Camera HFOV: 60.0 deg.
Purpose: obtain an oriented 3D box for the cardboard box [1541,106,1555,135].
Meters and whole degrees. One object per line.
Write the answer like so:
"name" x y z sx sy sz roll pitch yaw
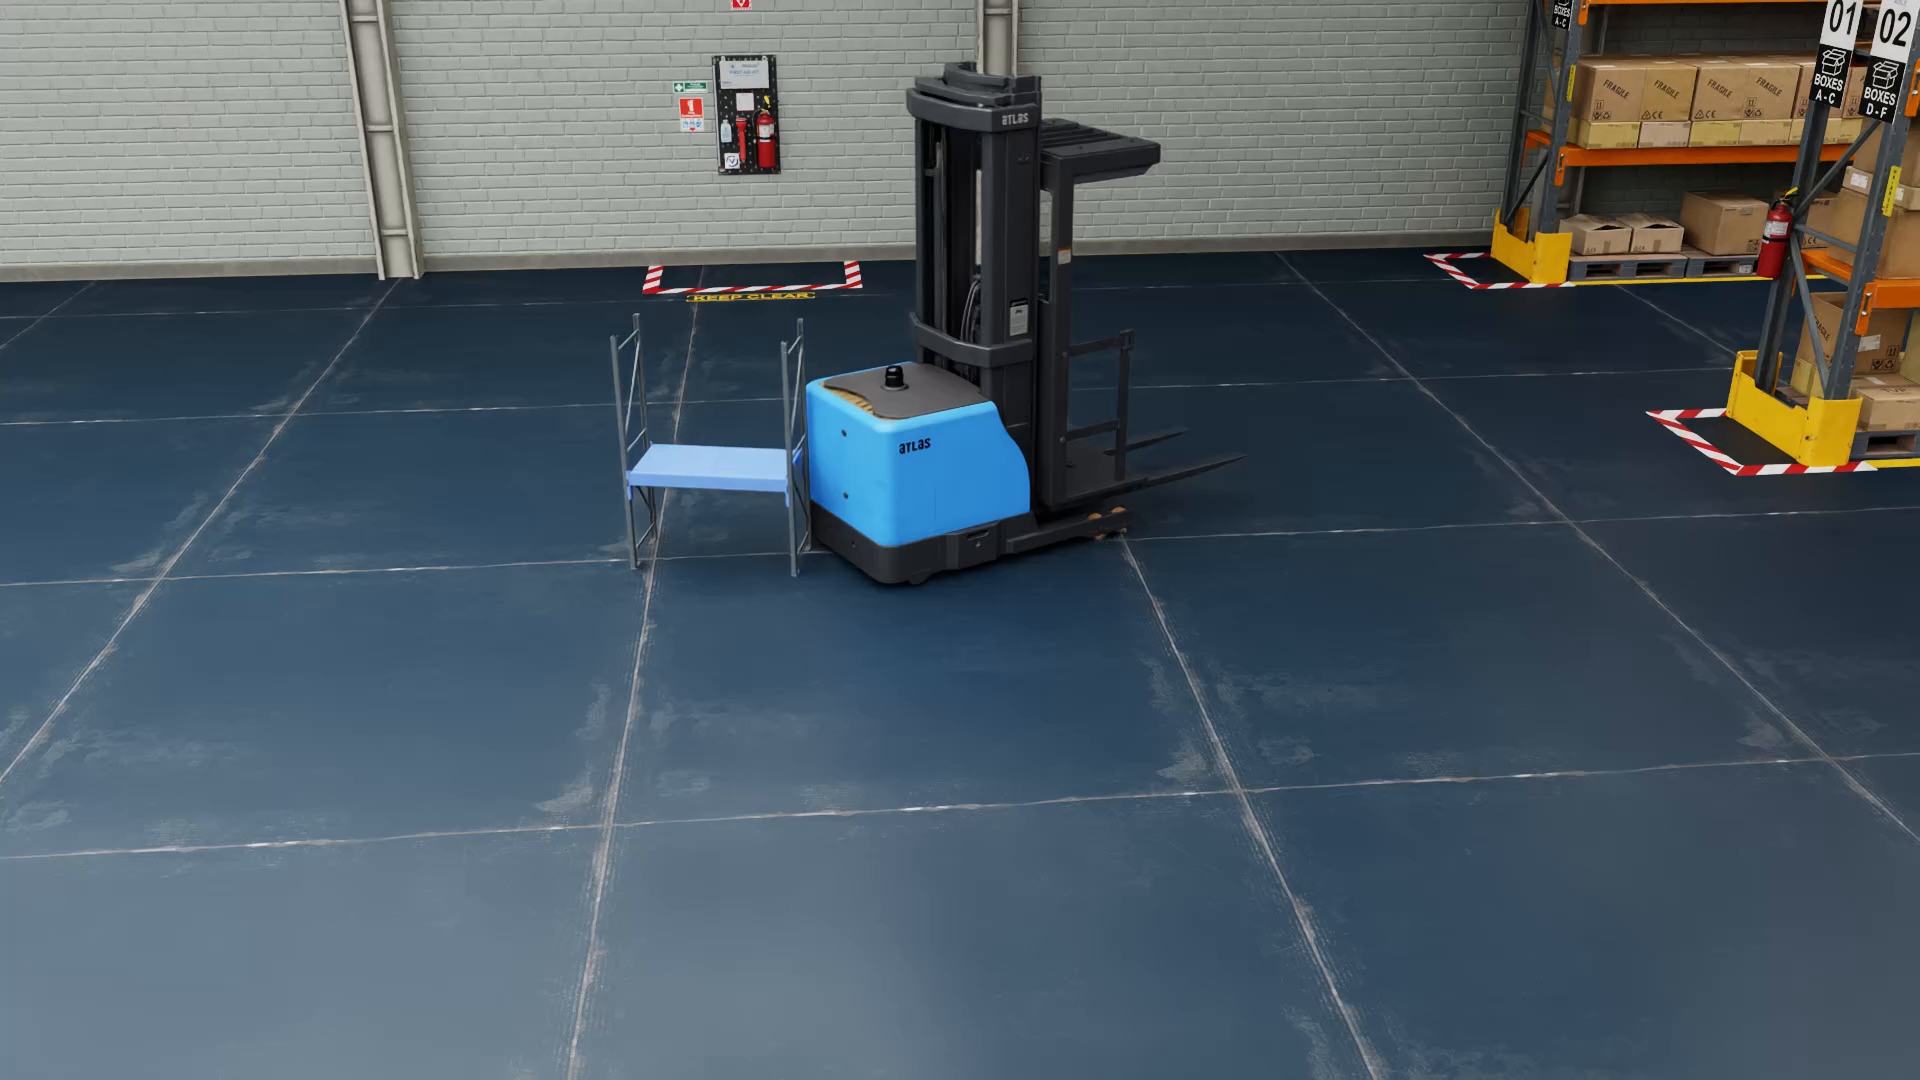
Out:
"cardboard box" 6.160 -4.176 16.613 0.500 0.250 0.500 -2 24 -4

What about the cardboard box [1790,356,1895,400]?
"cardboard box" 6.710 -1.213 12.654 0.500 0.250 0.500 -2 24 -5

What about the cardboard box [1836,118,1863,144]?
"cardboard box" 8.757 -4.081 16.398 0.500 0.250 0.500 -2 24 -5

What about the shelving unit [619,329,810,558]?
"shelving unit" -1.496 -0.575 10.198 1.030 1.308 0.538 3 24 6

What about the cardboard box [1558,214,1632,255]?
"cardboard box" 6.412 -3.102 16.805 0.500 0.311 0.500 -5 24 -11

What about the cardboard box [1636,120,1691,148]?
"cardboard box" 6.746 -3.997 16.209 0.500 0.250 0.500 -3 24 -7

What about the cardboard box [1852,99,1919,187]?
"cardboard box" 6.723 -2.791 11.615 0.500 0.500 0.700 -2 24 -5

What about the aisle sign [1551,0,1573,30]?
"aisle sign" 5.672 -5.202 15.561 0.004 0.787 0.394 -2 24 -5

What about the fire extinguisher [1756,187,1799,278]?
"fire extinguisher" 6.042 -2.284 12.291 0.183 0.674 0.296 -2 24 -5

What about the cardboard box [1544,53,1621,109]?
"cardboard box" 6.162 -4.527 16.478 0.500 0.500 0.500 -3 24 -6

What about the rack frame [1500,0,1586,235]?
"rack frame" 5.714 -4.139 16.368 0.127 3.000 1.000 -2 24 -5

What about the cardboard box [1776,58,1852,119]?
"cardboard box" 8.256 -4.400 16.192 0.500 0.500 0.500 -3 24 -7

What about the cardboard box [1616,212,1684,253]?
"cardboard box" 6.979 -3.125 16.856 0.500 0.311 0.500 0 24 -1

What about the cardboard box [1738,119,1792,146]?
"cardboard box" 7.757 -4.034 16.293 0.500 0.250 0.500 -2 24 -5

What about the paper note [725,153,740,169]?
"paper note" -2.291 -3.812 16.717 0.142 0.148 0.016 -2 24 -5

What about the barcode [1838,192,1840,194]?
"barcode" 9.134 -3.579 17.250 0.075 0.075 0.001 -2 24 -5

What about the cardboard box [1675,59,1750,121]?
"cardboard box" 7.227 -4.353 16.088 0.500 0.500 0.500 -3 24 -7

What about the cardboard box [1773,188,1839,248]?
"cardboard box" 8.666 -3.299 17.016 0.500 0.500 0.500 -4 24 -9

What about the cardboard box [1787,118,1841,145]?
"cardboard box" 8.258 -4.055 16.339 0.500 0.250 0.500 -2 24 -5

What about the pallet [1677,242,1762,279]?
"pallet" 7.813 -2.933 17.089 1.213 0.211 1.003 -2 24 -5

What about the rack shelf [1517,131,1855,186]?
"rack shelf" 7.705 -3.890 16.694 4.000 0.370 1.077 -2 24 -5

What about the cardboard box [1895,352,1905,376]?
"cardboard box" 7.206 -1.238 12.709 0.500 0.250 0.500 -2 24 -5

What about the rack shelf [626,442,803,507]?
"rack shelf" -1.496 -0.411 10.271 1.000 0.185 0.538 3 24 6

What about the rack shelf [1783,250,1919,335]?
"rack shelf" 8.195 -1.888 12.189 4.000 0.370 1.077 -2 24 -5

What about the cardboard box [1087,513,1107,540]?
"cardboard box" 0.882 -0.088 10.756 0.196 0.156 0.181 -3 24 -6

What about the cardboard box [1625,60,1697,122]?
"cardboard box" 6.712 -4.335 16.047 0.500 0.500 0.500 -2 24 -5

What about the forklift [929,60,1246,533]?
"forklift" 0.540 -1.506 10.529 3.031 2.935 1.121 -15 28 -30

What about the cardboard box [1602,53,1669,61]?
"cardboard box" 6.664 -4.543 16.514 0.500 0.500 0.500 -2 24 -4

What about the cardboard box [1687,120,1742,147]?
"cardboard box" 7.254 -4.015 16.249 0.500 0.250 0.500 -3 24 -6

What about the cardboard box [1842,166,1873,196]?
"cardboard box" 6.566 -2.571 11.919 0.250 0.149 0.380 -3 24 -6

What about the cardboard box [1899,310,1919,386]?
"cardboard box" 7.258 -1.367 12.077 0.500 0.500 0.500 -2 24 -5

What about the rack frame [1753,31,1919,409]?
"rack frame" 6.205 -2.136 11.864 0.127 3.000 1.000 -2 24 -5

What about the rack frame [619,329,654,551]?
"rack frame" -2.002 -0.598 10.250 0.013 1.308 0.475 3 24 6

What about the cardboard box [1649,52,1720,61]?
"cardboard box" 15.270 0.065 5.669 13.577 0.889 26.022 -3 24 -7

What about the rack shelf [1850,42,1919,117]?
"rack shelf" 8.195 -3.258 11.580 4.000 0.370 1.077 -2 24 -5

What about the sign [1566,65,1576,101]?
"sign" 5.768 -4.315 15.699 0.005 0.325 0.100 -2 24 -5

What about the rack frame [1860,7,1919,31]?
"rack frame" 6.205 -4.878 10.645 0.127 3.000 1.000 -2 24 -5

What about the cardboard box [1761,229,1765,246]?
"cardboard box" 8.101 -3.141 17.092 0.250 0.149 0.380 -4 24 -9

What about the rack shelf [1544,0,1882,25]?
"rack shelf" 7.705 -5.260 16.085 4.000 0.370 1.077 -2 24 -5

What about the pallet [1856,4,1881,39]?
"pallet" 6.911 -3.485 11.312 1.213 0.211 1.003 -2 24 -5

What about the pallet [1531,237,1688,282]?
"pallet" 6.602 -2.886 16.982 1.213 0.211 1.003 -2 24 -5

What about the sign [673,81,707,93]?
"sign" -2.663 -4.468 16.413 0.331 0.109 0.001 -2 24 -5

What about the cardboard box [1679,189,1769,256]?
"cardboard box" 7.714 -3.220 16.838 0.500 0.500 0.700 -4 24 -8

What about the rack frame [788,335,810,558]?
"rack frame" -0.992 -0.551 10.144 0.013 1.308 0.475 3 24 6

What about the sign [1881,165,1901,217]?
"sign" 6.253 -2.344 11.166 0.005 0.325 0.100 -2 24 -5

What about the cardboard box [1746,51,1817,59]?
"cardboard box" 8.195 -4.610 16.666 0.500 0.500 0.500 -2 24 -4

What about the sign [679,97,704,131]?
"sign" -2.668 -4.229 16.528 0.234 0.329 0.001 -2 24 -5

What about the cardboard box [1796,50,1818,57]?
"cardboard box" 8.692 -4.628 16.706 0.500 0.500 0.500 -2 24 -5

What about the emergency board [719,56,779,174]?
"emergency board" -2.104 -4.193 16.491 0.636 1.158 0.192 -2 24 -5

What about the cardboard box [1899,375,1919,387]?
"cardboard box" 7.258 -1.025 12.231 0.500 0.250 0.500 -2 24 -5
